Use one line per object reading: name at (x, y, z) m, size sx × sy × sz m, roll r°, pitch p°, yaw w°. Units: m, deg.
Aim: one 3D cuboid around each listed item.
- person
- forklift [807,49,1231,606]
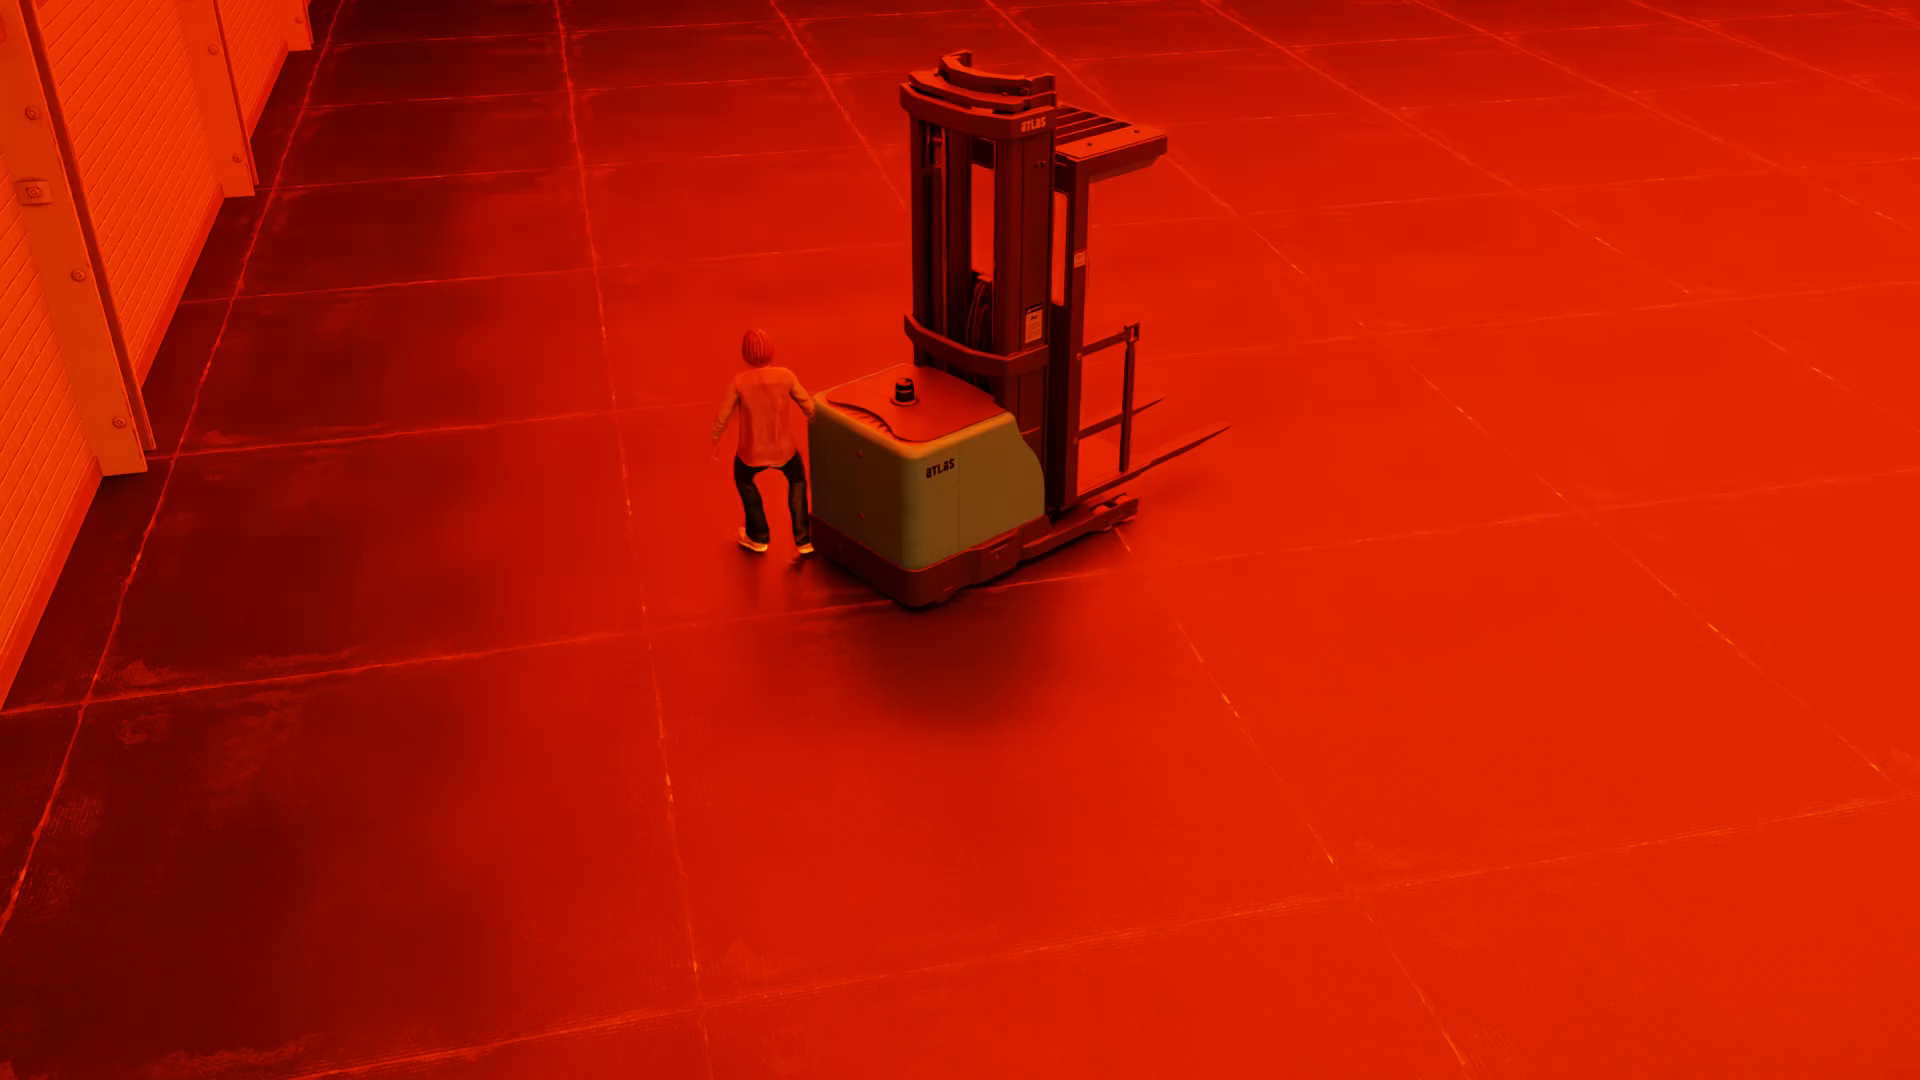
person at (-1.150, -0.581, 9.995) m, size 0.693 × 1.545 × 0.454 m, roll -5°, pitch 30°, yaw -9°
forklift at (0.513, -1.496, 10.159) m, size 3.031 × 2.935 × 1.130 m, roll -24°, pitch 38°, yaw -35°
